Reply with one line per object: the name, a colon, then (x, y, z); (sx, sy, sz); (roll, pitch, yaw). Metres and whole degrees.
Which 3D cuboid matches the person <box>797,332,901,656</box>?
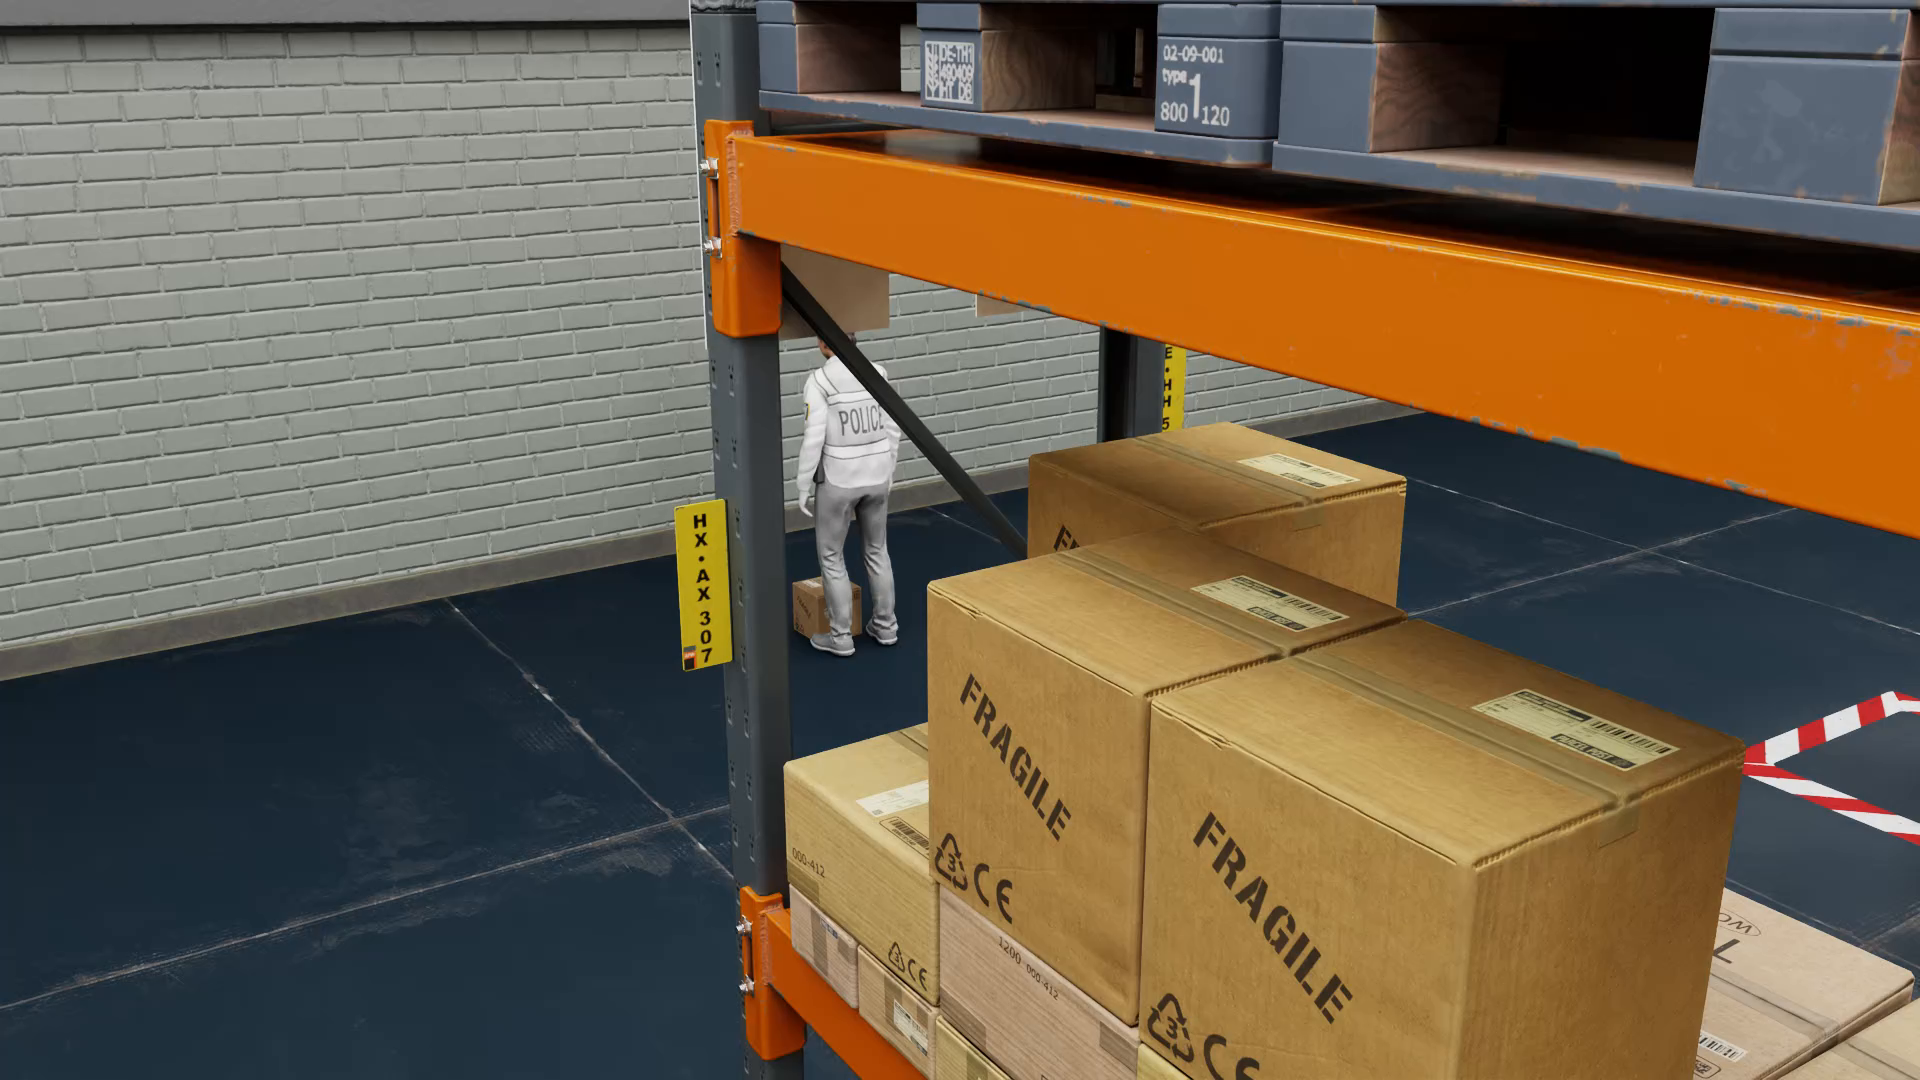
person: (-0.529, -0.269, 7.870); (0.538, 1.663, 0.378); (-12, 22, -33)
